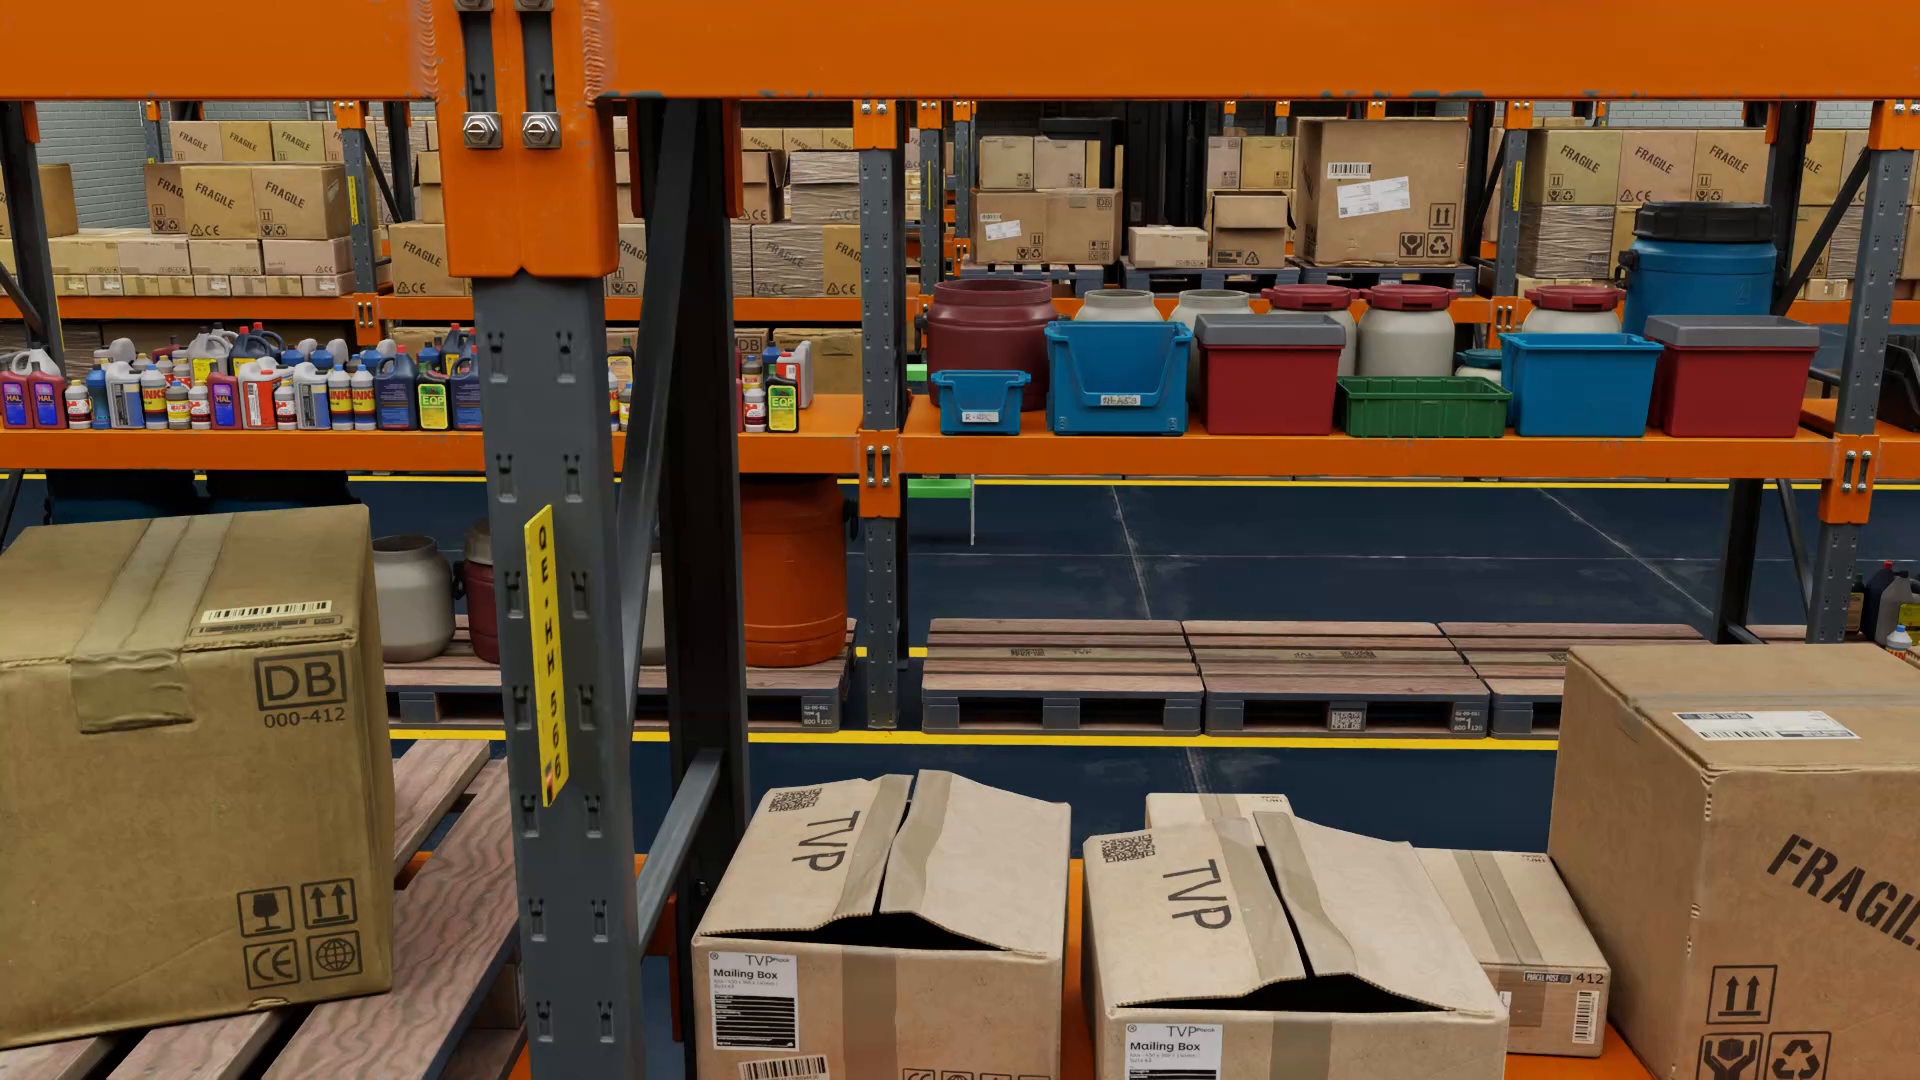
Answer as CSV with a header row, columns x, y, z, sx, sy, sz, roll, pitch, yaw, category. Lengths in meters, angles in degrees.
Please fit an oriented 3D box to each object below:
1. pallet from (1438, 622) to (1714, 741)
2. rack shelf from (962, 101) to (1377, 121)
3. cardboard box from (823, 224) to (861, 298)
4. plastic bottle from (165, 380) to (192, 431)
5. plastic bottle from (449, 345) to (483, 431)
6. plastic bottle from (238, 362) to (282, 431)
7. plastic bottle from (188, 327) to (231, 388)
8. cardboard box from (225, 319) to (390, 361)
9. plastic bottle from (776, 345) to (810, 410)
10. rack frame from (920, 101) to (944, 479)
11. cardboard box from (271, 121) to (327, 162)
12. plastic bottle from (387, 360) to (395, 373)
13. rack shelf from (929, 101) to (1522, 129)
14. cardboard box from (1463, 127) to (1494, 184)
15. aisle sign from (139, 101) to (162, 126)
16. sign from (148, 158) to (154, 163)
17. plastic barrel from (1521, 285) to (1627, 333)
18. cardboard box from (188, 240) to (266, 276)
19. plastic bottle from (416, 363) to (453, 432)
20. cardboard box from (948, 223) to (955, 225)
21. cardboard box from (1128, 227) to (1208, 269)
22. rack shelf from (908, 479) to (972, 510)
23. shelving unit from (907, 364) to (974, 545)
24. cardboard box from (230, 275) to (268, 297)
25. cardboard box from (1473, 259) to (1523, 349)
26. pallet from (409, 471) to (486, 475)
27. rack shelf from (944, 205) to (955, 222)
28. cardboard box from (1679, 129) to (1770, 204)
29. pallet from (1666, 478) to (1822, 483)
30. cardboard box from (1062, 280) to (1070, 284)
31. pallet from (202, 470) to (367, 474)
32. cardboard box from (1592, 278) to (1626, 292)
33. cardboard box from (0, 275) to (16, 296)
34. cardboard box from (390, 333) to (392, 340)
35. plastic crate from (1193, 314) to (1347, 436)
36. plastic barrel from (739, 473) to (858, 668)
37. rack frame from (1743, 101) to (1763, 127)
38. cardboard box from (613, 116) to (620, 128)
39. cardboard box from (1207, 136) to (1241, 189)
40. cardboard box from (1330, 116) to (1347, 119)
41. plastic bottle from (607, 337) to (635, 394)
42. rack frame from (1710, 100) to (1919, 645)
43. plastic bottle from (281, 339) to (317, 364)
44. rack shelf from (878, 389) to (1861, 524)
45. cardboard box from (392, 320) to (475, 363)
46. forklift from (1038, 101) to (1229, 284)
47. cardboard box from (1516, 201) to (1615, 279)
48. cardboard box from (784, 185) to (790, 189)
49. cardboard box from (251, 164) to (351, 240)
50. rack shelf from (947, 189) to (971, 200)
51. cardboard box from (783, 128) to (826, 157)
x,y,z,sx,sy,sz,roll,pitch,yaw,category
2.888,0.628,7.545,1.213,0.211,1.003,0,15,1,pallet
2.029,-4.368,16.545,4.000,0.370,1.077,0,15,1,rack shelf
-0.698,-2.002,11.853,0.500,0.500,0.500,1,15,3,cardboard box
-3.292,-0.570,7.010,0.097,0.201,0.097,0,15,0,plastic bottle
-2.041,-0.640,6.982,0.185,0.351,0.144,0,15,1,plastic bottle
-2.945,-0.611,7.018,0.135,0.276,0.152,0,15,1,plastic bottle
-3.400,-0.794,7.565,0.185,0.351,0.144,0,15,1,plastic bottle
-4.855,-1.240,12.503,0.875,0.875,0.875,0,15,1,cardboard box
-0.753,-0.737,7.498,0.135,0.276,0.152,0,15,1,plastic bottle
-0.198,-2.014,12.093,0.127,3.000,1.000,0,15,1,rack frame
-6.502,-3.925,16.596,0.500,0.500,0.500,0,15,0,cardboard box
-2.399,-0.635,7.118,0.097,0.271,0.097,0,15,0,plastic bottle
1.801,-3.103,11.753,4.000,0.370,1.077,0,15,1,rack shelf
4.949,-3.862,16.686,0.550,0.550,0.875,0,15,1,cardboard box
-8.048,-4.511,16.463,0.004,0.787,0.394,0,15,1,aisle sign
-7.982,-3.610,16.448,0.005,0.325,0.100,0,15,1,sign
2.723,-0.853,7.425,0.433,0.535,0.433,0,15,0,plastic barrel
-5.162,-2.050,11.941,0.500,0.250,0.500,1,15,3,cardboard box
-2.201,-0.598,6.954,0.133,0.283,0.061,0,15,1,plastic bottle
-0.236,-4.876,27.017,0.500,0.500,0.500,1,15,3,cardboard box
1.471,-2.075,11.795,0.500,0.250,0.500,0,15,0,cardboard box
-0.165,-0.287,10.269,0.480,0.148,0.258,0,15,1,rack shelf
-0.165,-0.581,10.191,0.503,1.200,0.258,0,15,1,shelving unit
-5.024,-1.840,11.928,0.250,0.149,0.380,0,15,0,cardboard box
5.556,-2.401,16.902,0.875,0.875,0.875,0,15,2,cardboard box
-3.424,-0.706,12.602,1.213,0.211,1.003,0,15,1,pallet
-1.944,-4.206,21.814,4.000,0.370,1.077,0,15,1,rack shelf
5.244,-2.589,11.536,0.500,0.500,0.500,0,15,1,cardboard box
5.696,-0.637,12.341,1.213,0.211,1.003,0,15,1,pallet
1.357,-3.465,21.920,0.625,0.372,0.950,0,15,0,cardboard box
-4.955,-0.717,12.642,1.213,0.211,1.003,0,15,1,pallet
4.508,-1.789,11.733,0.250,0.149,0.380,0,15,1,cardboard box
-6.822,-1.852,11.972,0.250,0.149,0.380,0,15,0,cardboard box
-5.664,-2.070,17.071,0.250,0.149,0.380,1,15,2,cardboard box
1.283,-0.693,6.962,0.583,0.464,0.402,0,15,1,plastic crate
-0.814,0.097,7.525,0.708,0.830,0.600,0,15,1,plastic barrel
8.027,-3.226,16.688,0.127,3.000,1.000,0,15,1,rack frame
-4.521,-5.363,21.360,0.250,0.149,0.380,1,15,3,cardboard box
2.512,-3.792,16.676,0.500,0.500,0.700,0,15,2,cardboard box
4.998,-5.124,21.141,0.500,0.500,0.700,0,15,2,cardboard box
-1.575,-0.797,7.708,0.133,0.283,0.061,0,15,1,plastic bottle
3.674,-0.725,7.207,0.127,3.000,1.000,0,15,1,rack frame
-3.052,-0.791,7.702,0.135,0.276,0.152,0,15,1,plastic bottle
1.675,-0.390,7.348,4.000,0.370,1.077,0,15,1,rack shelf
-3.557,-1.217,12.413,0.875,0.875,1.225,0,15,2,cardboard box
1.349,-2.675,14.734,3.031,2.935,1.130,11,18,36,forklift
4.249,-2.161,11.873,0.500,0.500,0.875,0,15,1,cardboard box
-1.765,-3.543,16.391,0.250,0.149,0.380,1,15,4,cardboard box
-4.663,-2.409,11.831,0.500,0.500,0.500,1,15,3,cardboard box
-1.821,-5.472,26.612,4.000,0.370,1.077,0,15,1,rack shelf
-1.984,-5.021,21.335,0.500,0.500,0.500,0,15,1,cardboard box
